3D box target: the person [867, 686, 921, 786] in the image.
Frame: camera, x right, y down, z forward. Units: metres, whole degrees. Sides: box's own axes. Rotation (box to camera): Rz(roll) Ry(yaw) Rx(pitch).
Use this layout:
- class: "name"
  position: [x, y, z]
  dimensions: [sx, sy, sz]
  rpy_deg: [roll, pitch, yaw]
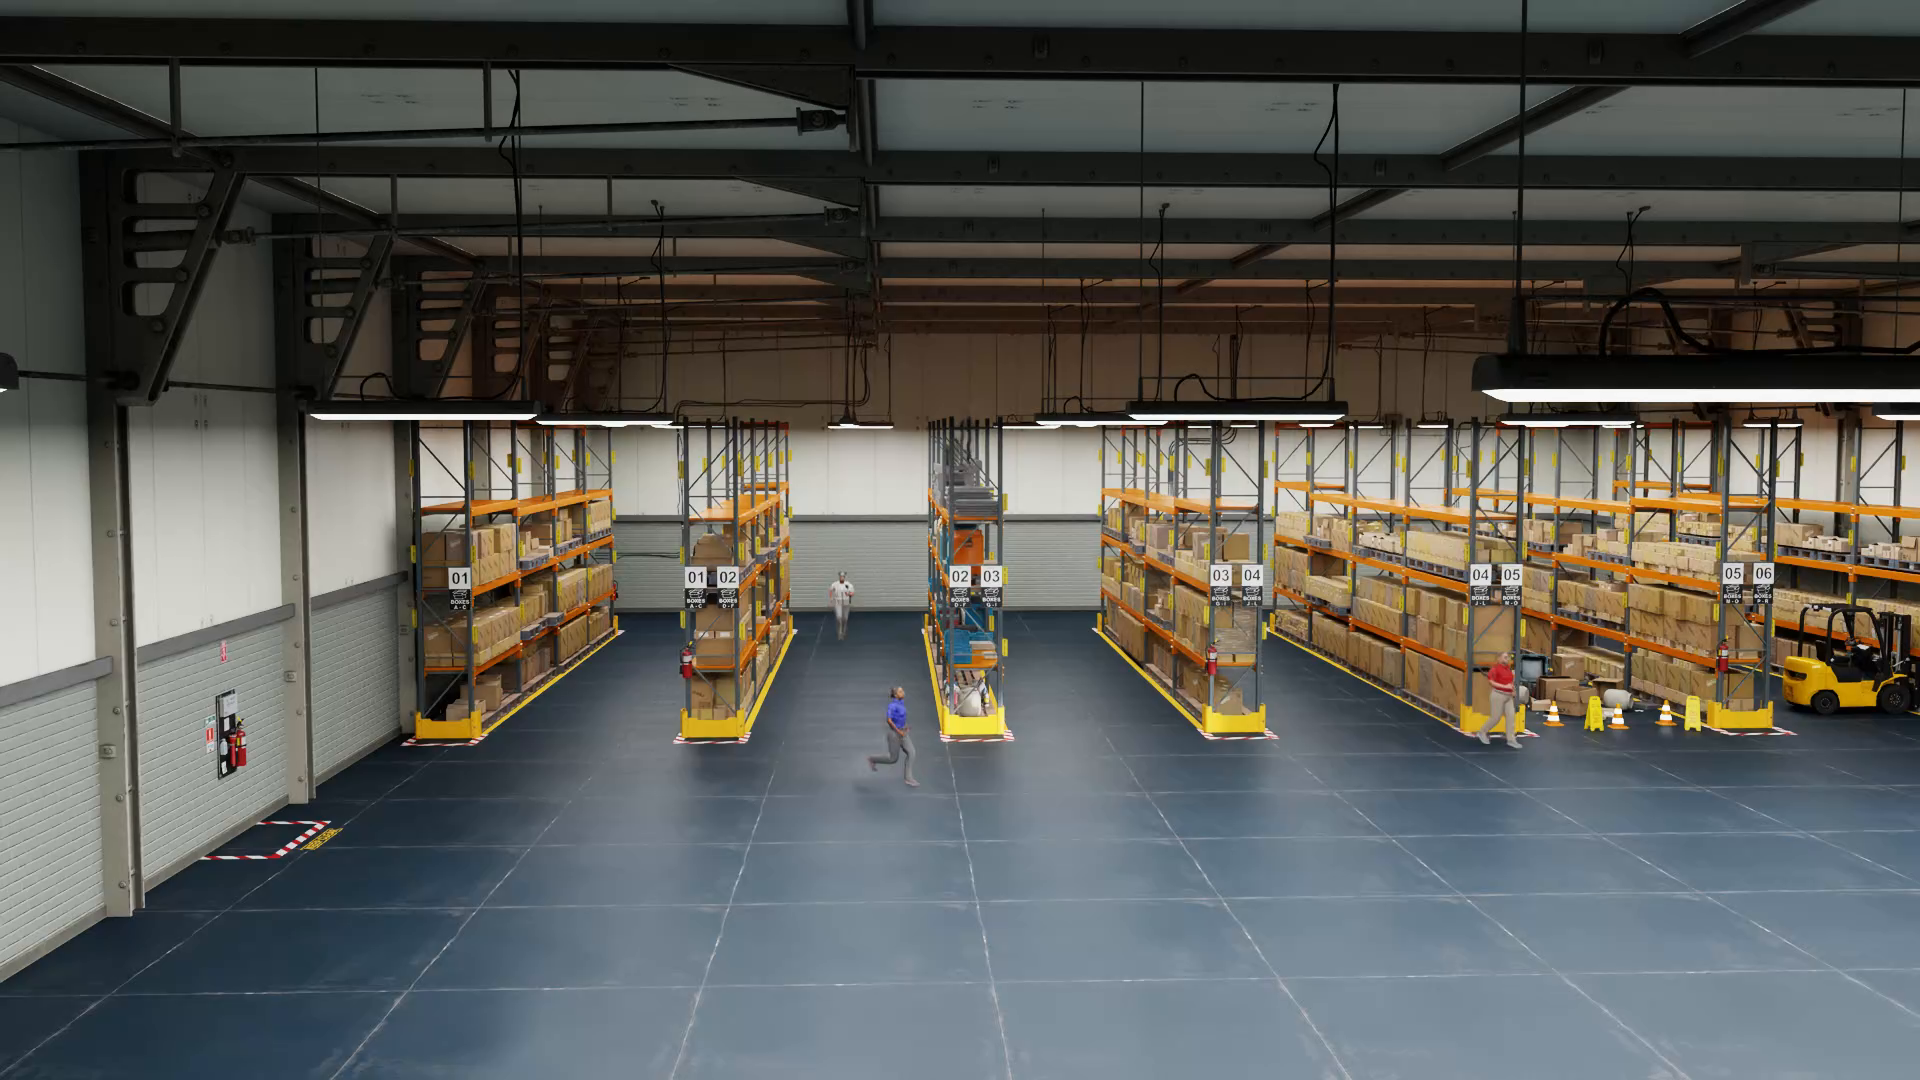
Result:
- class: "person"
  position: [-1.055, 3.176, 27.004]
  dimensions: [0.892, 1.631, 0.564]
  rpy_deg: [1, 4, 22]

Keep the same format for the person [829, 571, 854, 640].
- class: "person"
  position: [-3.137, 1.718, 44.287]
  dimensions: [0.649, 1.793, 0.873]
  rpy_deg: [-1, 4, -13]

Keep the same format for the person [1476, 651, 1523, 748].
- class: "person"
  position: [9.816, 2.875, 30.149]
  dimensions: [0.677, 1.724, 0.885]
  rpy_deg: [-3, 5, -36]
